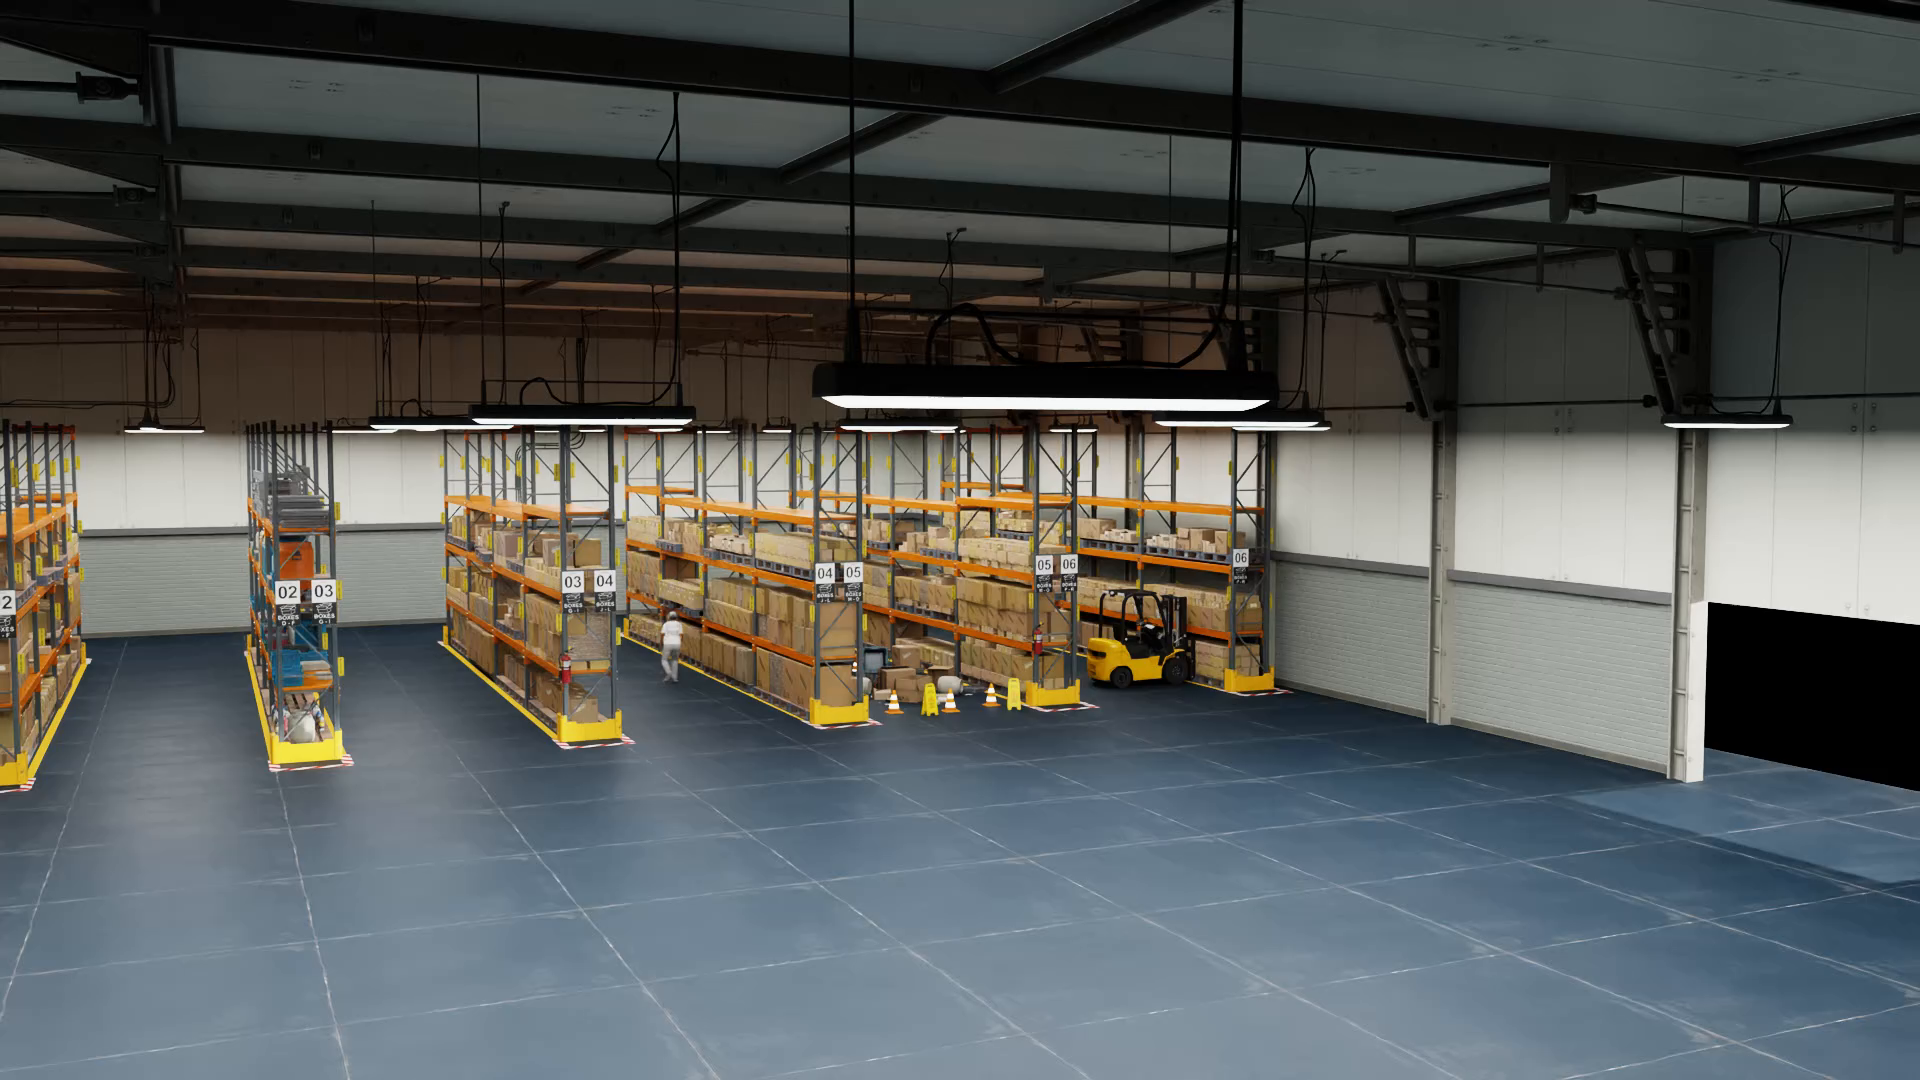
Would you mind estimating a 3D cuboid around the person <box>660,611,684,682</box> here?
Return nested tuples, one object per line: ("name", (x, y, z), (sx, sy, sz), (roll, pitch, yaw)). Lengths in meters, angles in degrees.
("person", (-6.695, 2.492, 38.720), (0.537, 1.637, 0.676), (-1, 4, -22))
